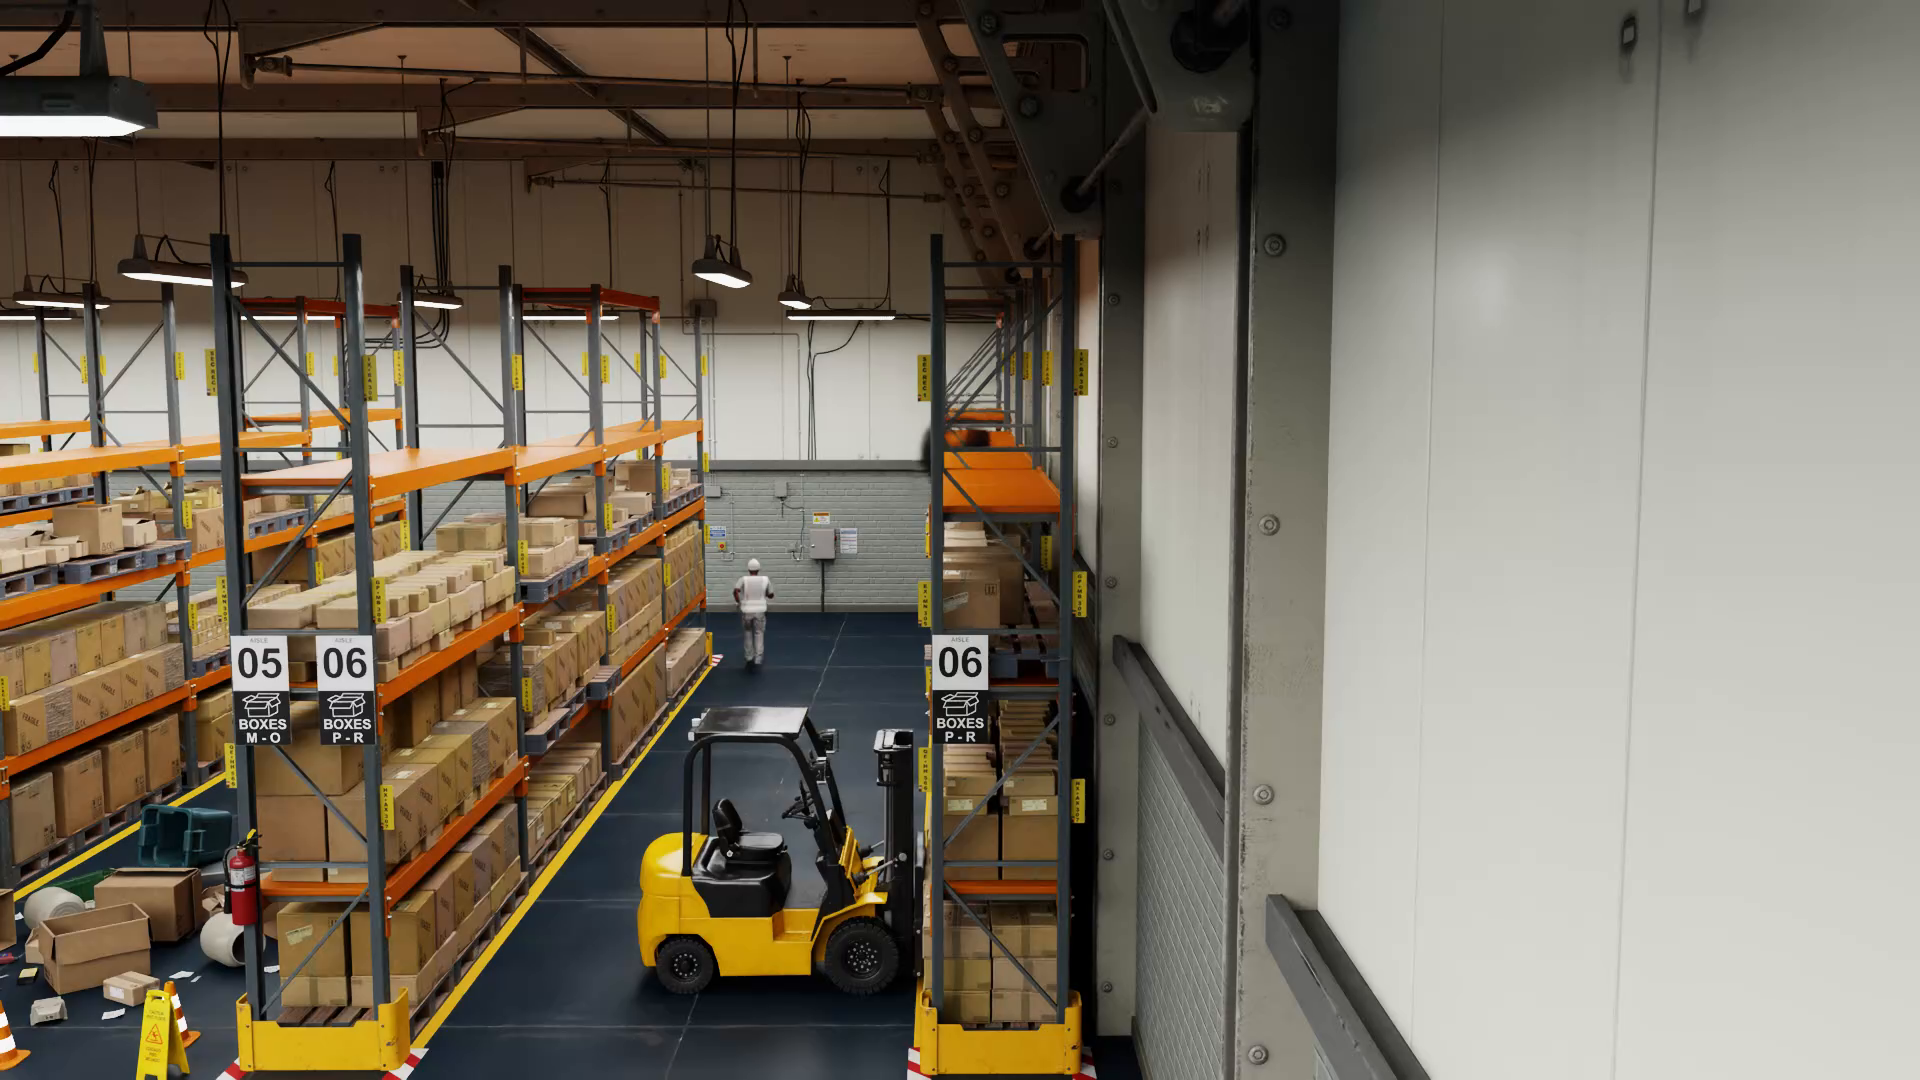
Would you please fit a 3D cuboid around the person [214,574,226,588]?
[{"bbox_3d":[-11.550,1.425,26.047,0.719,1.800,0.734,1,6,6],"label":"person"}]

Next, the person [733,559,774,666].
[{"bbox_3d":[-3.409,1.222,27.539,0.662,1.829,0.750,-1,6,-5],"label":"person"}]
